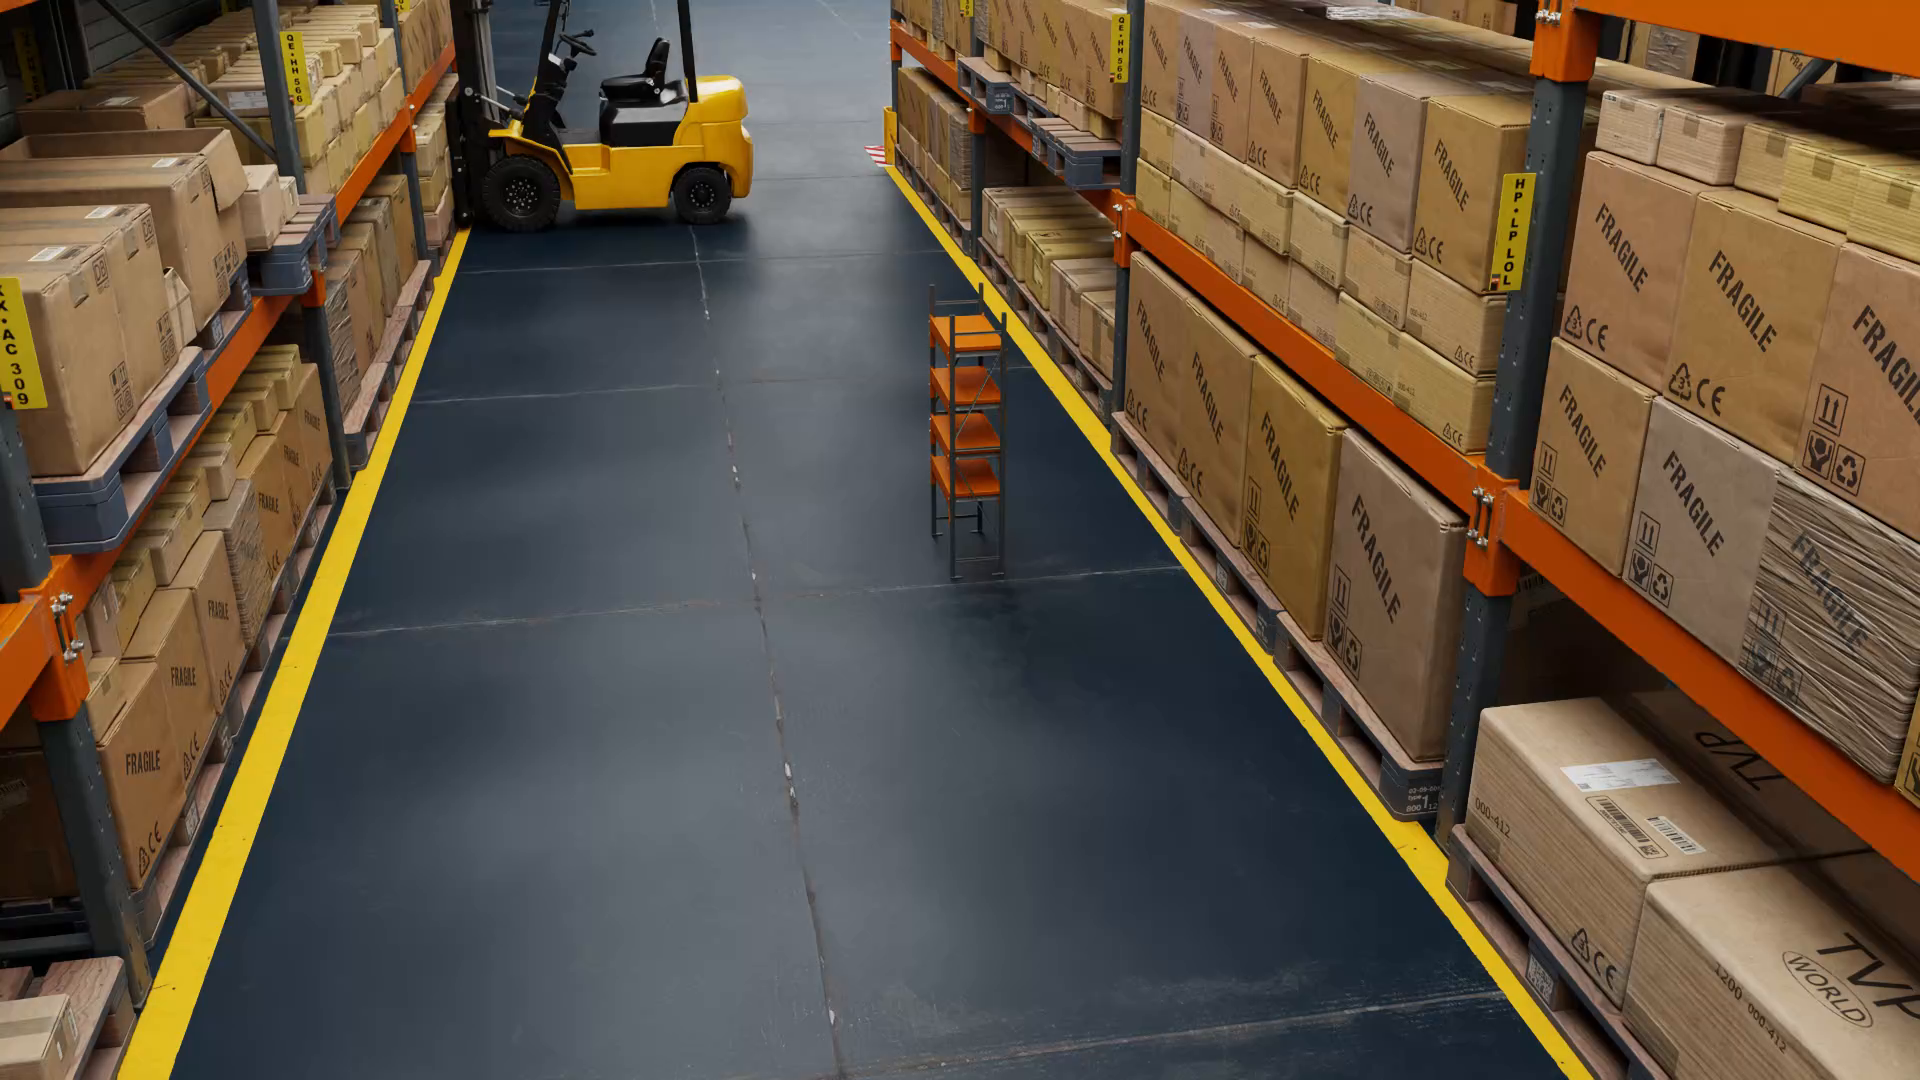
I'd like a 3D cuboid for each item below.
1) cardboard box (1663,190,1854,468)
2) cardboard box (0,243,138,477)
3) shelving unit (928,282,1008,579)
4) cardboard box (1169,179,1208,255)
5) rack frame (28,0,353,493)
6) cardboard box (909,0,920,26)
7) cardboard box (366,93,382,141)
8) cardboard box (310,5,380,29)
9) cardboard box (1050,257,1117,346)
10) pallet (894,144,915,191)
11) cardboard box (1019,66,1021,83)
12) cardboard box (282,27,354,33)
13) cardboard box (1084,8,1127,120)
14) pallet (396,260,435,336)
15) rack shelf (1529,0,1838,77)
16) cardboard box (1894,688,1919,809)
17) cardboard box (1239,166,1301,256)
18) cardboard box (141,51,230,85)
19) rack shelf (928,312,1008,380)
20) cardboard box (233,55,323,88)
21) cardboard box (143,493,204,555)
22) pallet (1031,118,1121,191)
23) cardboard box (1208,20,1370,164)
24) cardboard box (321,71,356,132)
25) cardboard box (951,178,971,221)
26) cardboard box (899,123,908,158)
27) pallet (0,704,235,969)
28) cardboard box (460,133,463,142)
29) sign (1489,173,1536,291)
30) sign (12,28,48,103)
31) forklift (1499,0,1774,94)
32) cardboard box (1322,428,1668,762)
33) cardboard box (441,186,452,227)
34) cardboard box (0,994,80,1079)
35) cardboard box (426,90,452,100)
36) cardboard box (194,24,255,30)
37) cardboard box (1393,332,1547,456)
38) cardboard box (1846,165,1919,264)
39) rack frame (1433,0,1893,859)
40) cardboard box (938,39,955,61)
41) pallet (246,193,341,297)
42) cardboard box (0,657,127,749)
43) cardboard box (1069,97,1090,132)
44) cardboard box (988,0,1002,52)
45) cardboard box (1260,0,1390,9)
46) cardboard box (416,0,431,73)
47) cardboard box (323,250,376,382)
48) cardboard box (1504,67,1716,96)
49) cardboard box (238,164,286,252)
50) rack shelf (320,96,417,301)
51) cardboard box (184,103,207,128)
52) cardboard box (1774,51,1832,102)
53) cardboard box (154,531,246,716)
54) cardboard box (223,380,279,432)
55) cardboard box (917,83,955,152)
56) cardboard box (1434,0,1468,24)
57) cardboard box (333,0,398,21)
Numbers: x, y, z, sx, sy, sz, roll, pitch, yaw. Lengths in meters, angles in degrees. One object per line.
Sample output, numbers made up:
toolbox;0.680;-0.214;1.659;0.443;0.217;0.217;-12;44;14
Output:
cardboard box;2.000;-0.499;3.771;0.500;0.500;0.500;-5;24;-10
cardboard box;-2.684;-0.476;4.442;0.700;0.500;0.500;-4;24;-8
shelving unit;0.031;-0.485;7.361;0.258;1.200;0.503;-4;24;-10
cardboard box;1.279;-1.492;7.606;0.500;0.250;0.500;-5;24;-11
rack frame;-3.554;-1.604;7.674;1.000;3.000;0.127;-4;24;-10
cardboard box;-0.147;-4.691;14.246;0.500;0.500;0.500;-5;24;-11
cardboard box;-3.783;-2.535;9.993;0.500;0.250;0.500;-4;24;-9
cardboard box;-4.012;-3.402;10.857;0.380;0.149;0.250;-3;24;-8
cardboard box;1.084;-1.474;10.135;0.950;0.372;0.625;-5;24;-11
pallet;-0.026;-3.489;15.476;1.003;0.211;1.213;-4;24;-10
cardboard box;0.591;-2.976;10.606;0.380;0.149;0.250;-4;24;-9
cardboard box;-3.747;-2.902;9.711;0.380;0.149;0.250;-4;24;-9
cardboard box;0.966;-2.505;8.718;0.500;0.500;0.500;-5;24;-11
pallet;-4.119;-1.612;11.178;1.003;0.211;1.213;-4;24;-10
rack shelf;1.693;-2.231;6.261;1.077;0.370;4.000;-4;24;-10
cardboard box;2.162;0.356;3.063;0.500;0.500;0.500;-4;24;-8
cardboard box;1.430;-1.315;6.575;0.500;0.250;0.500;-4;24;-9
cardboard box;-4.045;-2.461;8.701;0.380;0.149;0.250;-4;24;-10
rack shelf;0.031;-0.845;7.203;0.258;0.148;0.480;-4;24;-10
cardboard box;-3.508;-2.400;8.562;0.380;0.149;0.250;-4;24;-9
cardboard box;-2.922;-0.044;5.892;0.380;0.149;0.250;-3;24;-8
pallet;1.087;-2.157;9.181;1.213;0.211;1.003;-4;24;-10
cardboard box;1.356;-1.866;6.900;0.500;0.500;0.500;-4;24;-8
cardboard box;-3.567;-2.361;8.971;0.500;0.250;0.500;-5;24;-11
cardboard box;0.210;-2.691;13.075;0.500;0.250;0.500;-3;24;-7
cardboard box;-0.279;-3.714;15.417;0.500;0.250;0.500;-5;24;-10
pallet;-3.002;0.930;5.356;1.003;0.211;1.213;-4;24;-10
cardboard box;-4.438;-3.344;13.945;0.500;0.250;0.500;-5;24;-11
sign;1.531;-0.850;4.600;0.100;0.325;0.005;-4;24;-10
sign;-4.099;-2.092;7.346;0.100;0.325;0.005;-4;24;-10
forklift;2.968;-1.710;8.003;1.130;2.935;3.031;-4;24;-10
cardboard box;1.870;0.144;5.803;0.875;0.875;0.875;-4;24;-8
cardboard box;-4.167;-2.523;12.690;0.500;0.250;0.500;-5;24;-11
cardboard box;-2.423;1.281;4.107;0.380;0.149;0.250;-5;24;-11
cardboard box;-4.438;-3.585;13.872;0.500;0.250;0.500;-4;24;-9
cardboard box;-4.307;-2.960;9.844;0.380;0.149;0.250;-4;24;-10
cardboard box;1.732;-0.488;5.308;0.500;0.250;0.500;-5;24;-11
cardboard box;2.025;-0.651;3.309;0.380;0.149;0.250;-5;24;-11
rack frame;2.063;-0.399;4.917;1.000;3.000;0.127;-4;24;-10
cardboard box;0.034;-3.934;13.324;0.380;0.149;0.250;-5;24;-11
pallet;-3.360;-1.254;7.114;1.213;0.211;1.003;-4;24;-10
cardboard box;-2.619;0.465;4.727;0.380;0.149;0.250;-3;24;-7
cardboard box;0.820;-2.357;9.189;0.380;0.149;0.250;-5;24;-10
cardboard box;0.482;-3.518;11.036;0.500;0.500;0.500;-4;24;-10
cardboard box;1.676;-2.293;7.878;0.500;0.500;0.500;-5;24;-11
cardboard box;-4.327;-3.820;12.623;0.500;0.500;0.500;-5;24;-10
cardboard box;-3.785;-1.211;9.217;0.875;0.625;0.625;-4;24;-8
cardboard box;2.143;-1.296;5.595;0.500;0.500;0.500;-4;24;-10
cardboard box;-3.041;-1.337;6.725;0.500;0.250;0.500;-5;24;-12
rack shelf;-3.924;-2.061;9.620;1.077;0.370;4.000;-4;24;-10
cardboard box;-3.910;-1.920;7.962;0.500;0.250;0.500;-4;24;-9
cardboard box;5.639;-2.975;10.689;0.500;0.500;0.500;-5;24;-11
cardboard box;-2.879;0.310;5.890;0.500;0.500;0.500;-5;24;-11
cardboard box;-3.128;-0.561;7.074;0.380;0.149;0.250;-5;24;-12
cardboard box;-0.088;-3.645;14.322;0.500;0.500;0.500;-4;24;-9
cardboard box;4.906;-5.007;15.280;0.875;0.550;0.550;-4;24;-10
cardboard box;-4.094;-3.665;11.459;0.380;0.149;0.250;-5;24;-11
